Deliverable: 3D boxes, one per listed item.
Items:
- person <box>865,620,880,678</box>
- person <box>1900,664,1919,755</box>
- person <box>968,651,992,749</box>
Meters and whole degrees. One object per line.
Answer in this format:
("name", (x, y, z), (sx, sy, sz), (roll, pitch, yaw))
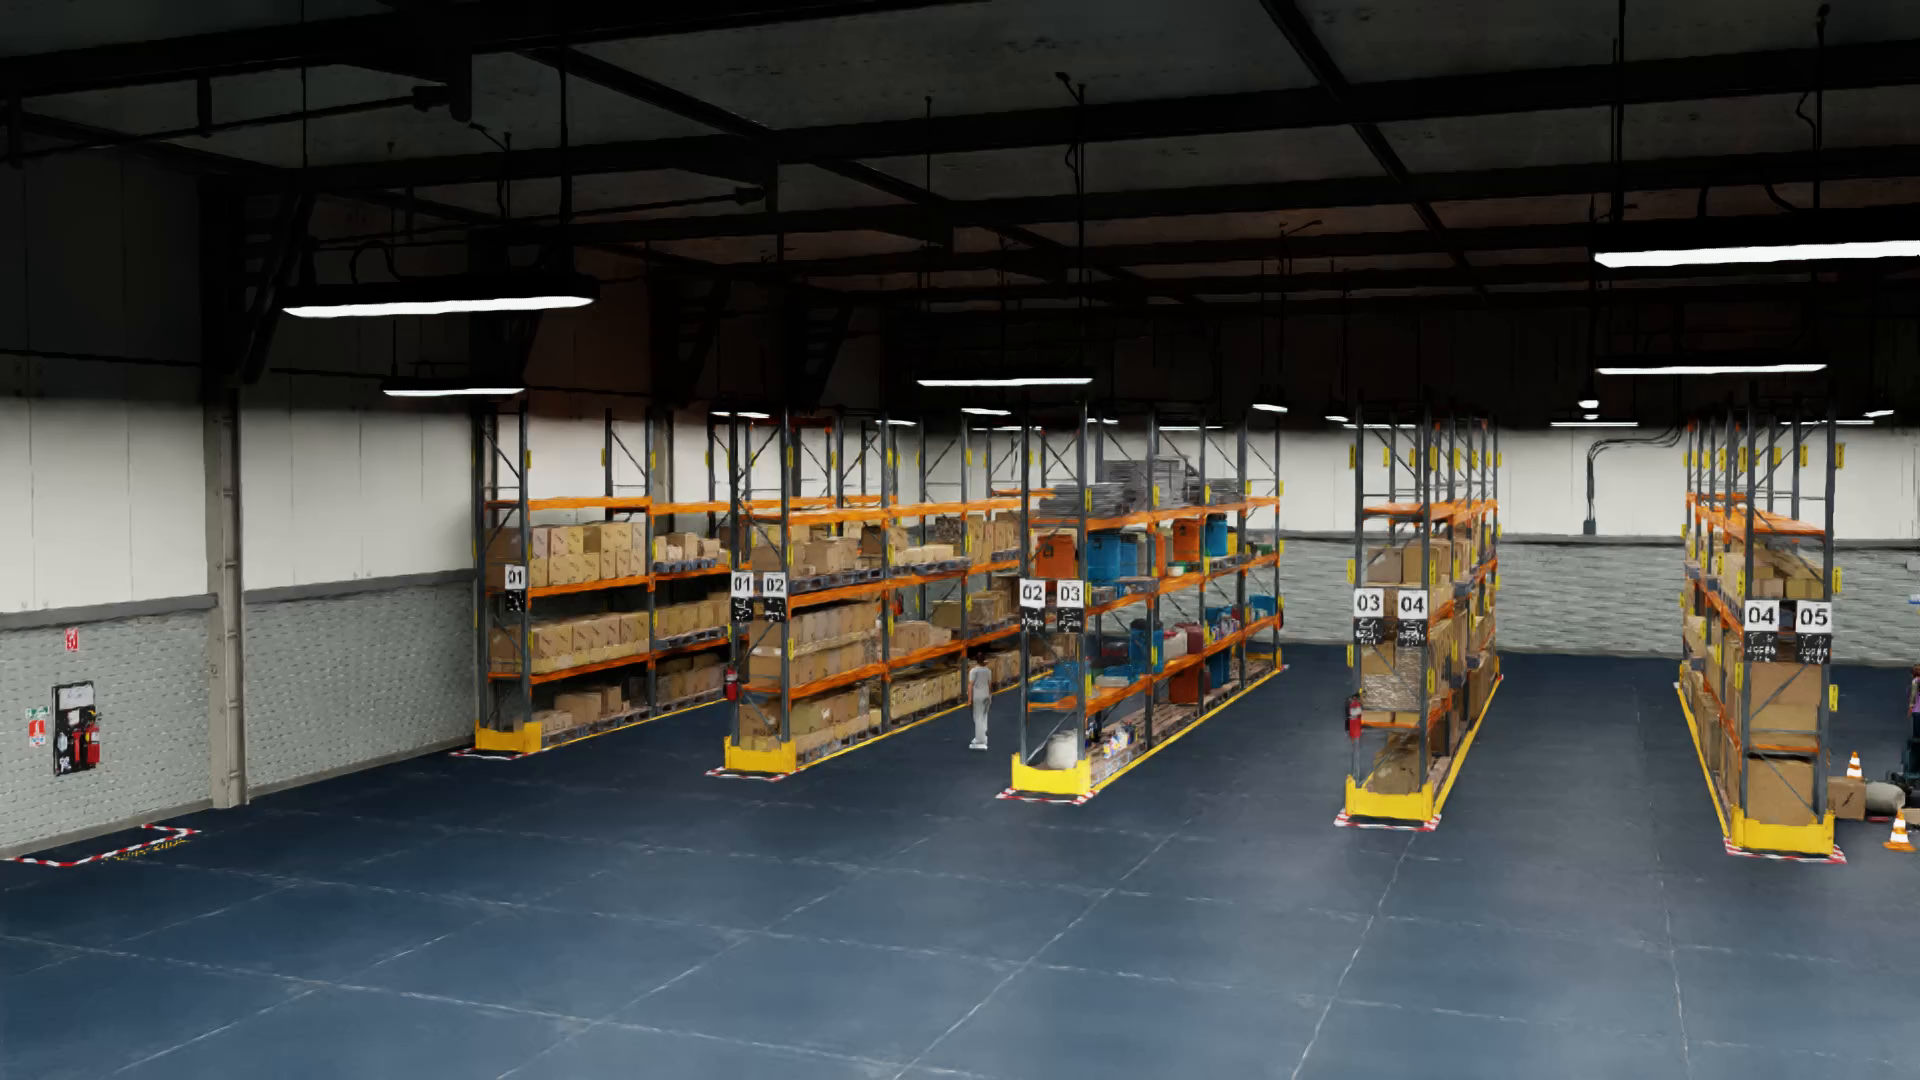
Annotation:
("person", (-2.052, 2.338, 38.036), (0.495, 1.589, 1.086), (1, 3, 24))
("person", (15.857, 2.850, 27.563), (0.523, 1.591, 0.522), (-2, 4, -41))
("person", (0.333, 2.748, 28.818), (0.546, 1.667, 0.565), (-2, 4, -41))
